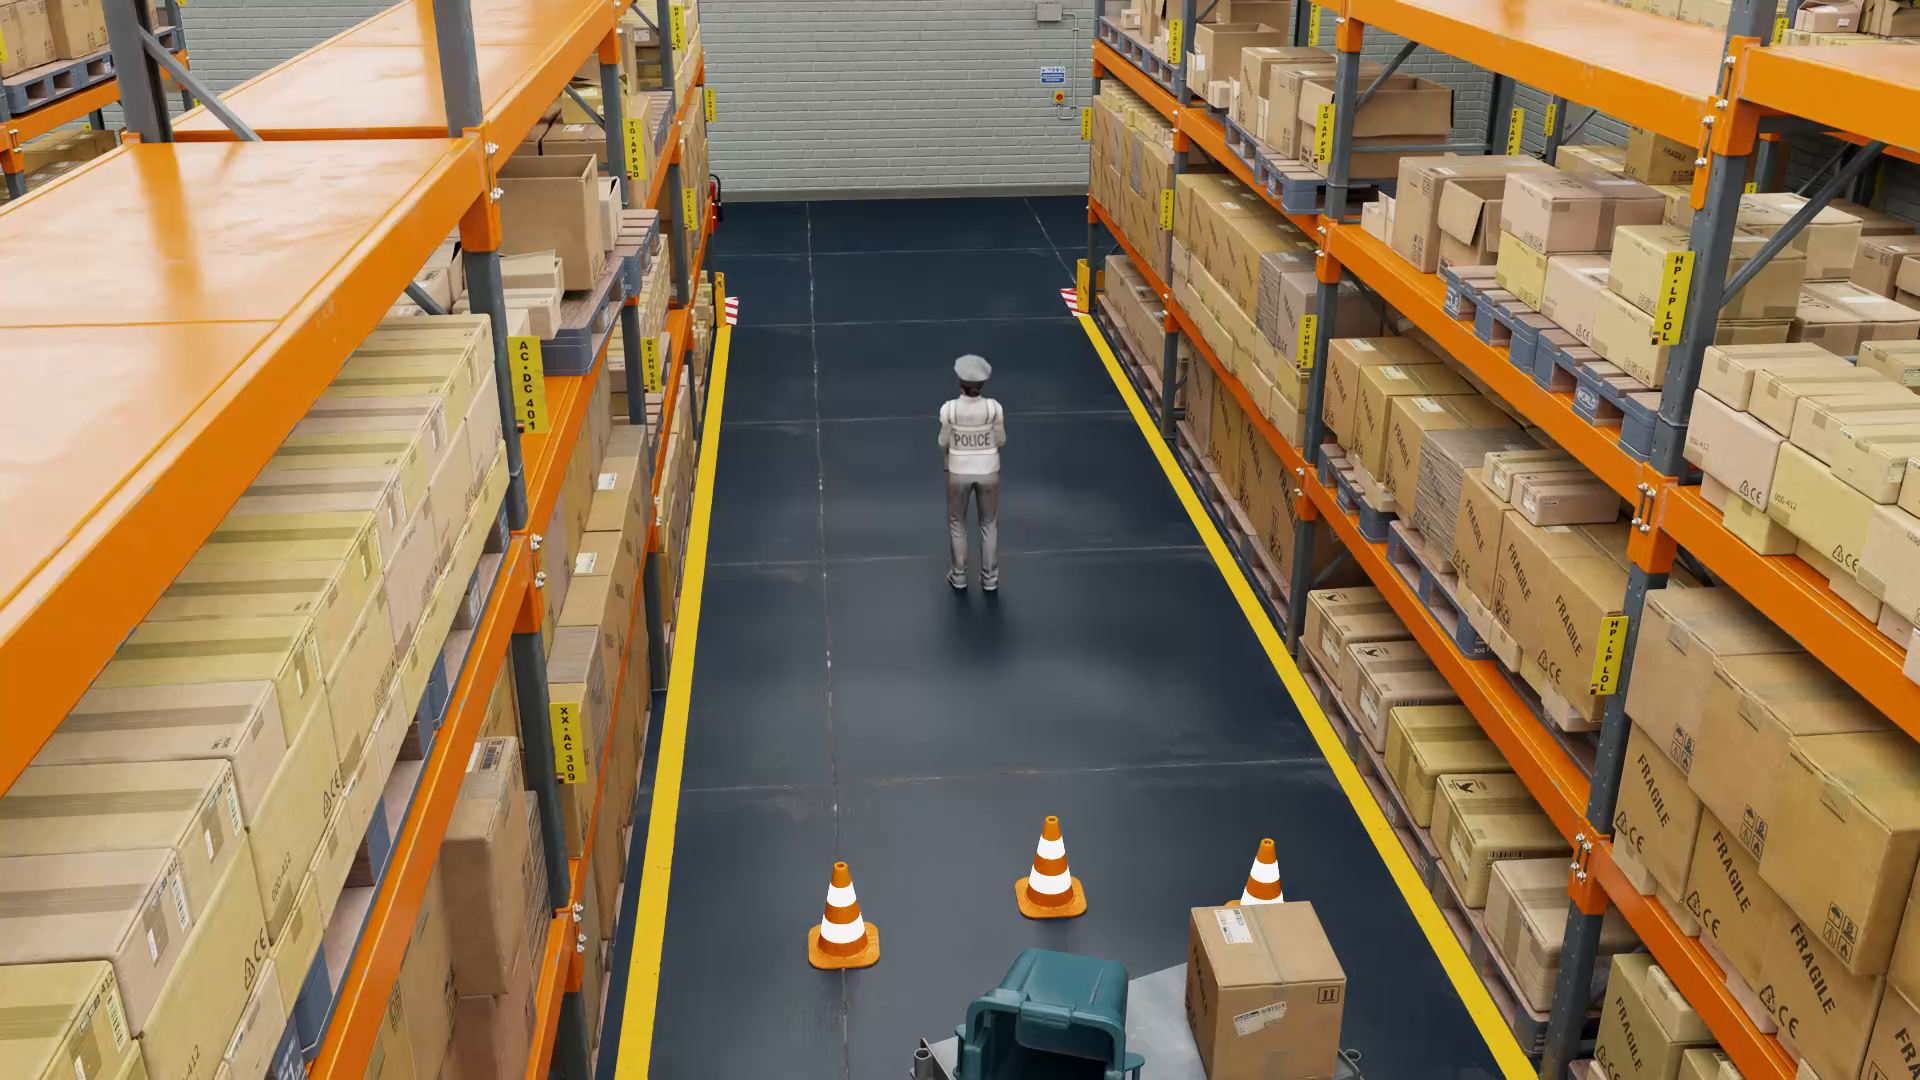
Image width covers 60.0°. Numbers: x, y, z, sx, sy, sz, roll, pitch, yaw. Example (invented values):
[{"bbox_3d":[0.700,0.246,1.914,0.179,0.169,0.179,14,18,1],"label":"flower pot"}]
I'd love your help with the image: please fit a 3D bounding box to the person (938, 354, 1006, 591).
[{"bbox_3d":[0.081,-0.473,11.349,0.460,1.689,0.540,-2,24,-4],"label":"person"}]
